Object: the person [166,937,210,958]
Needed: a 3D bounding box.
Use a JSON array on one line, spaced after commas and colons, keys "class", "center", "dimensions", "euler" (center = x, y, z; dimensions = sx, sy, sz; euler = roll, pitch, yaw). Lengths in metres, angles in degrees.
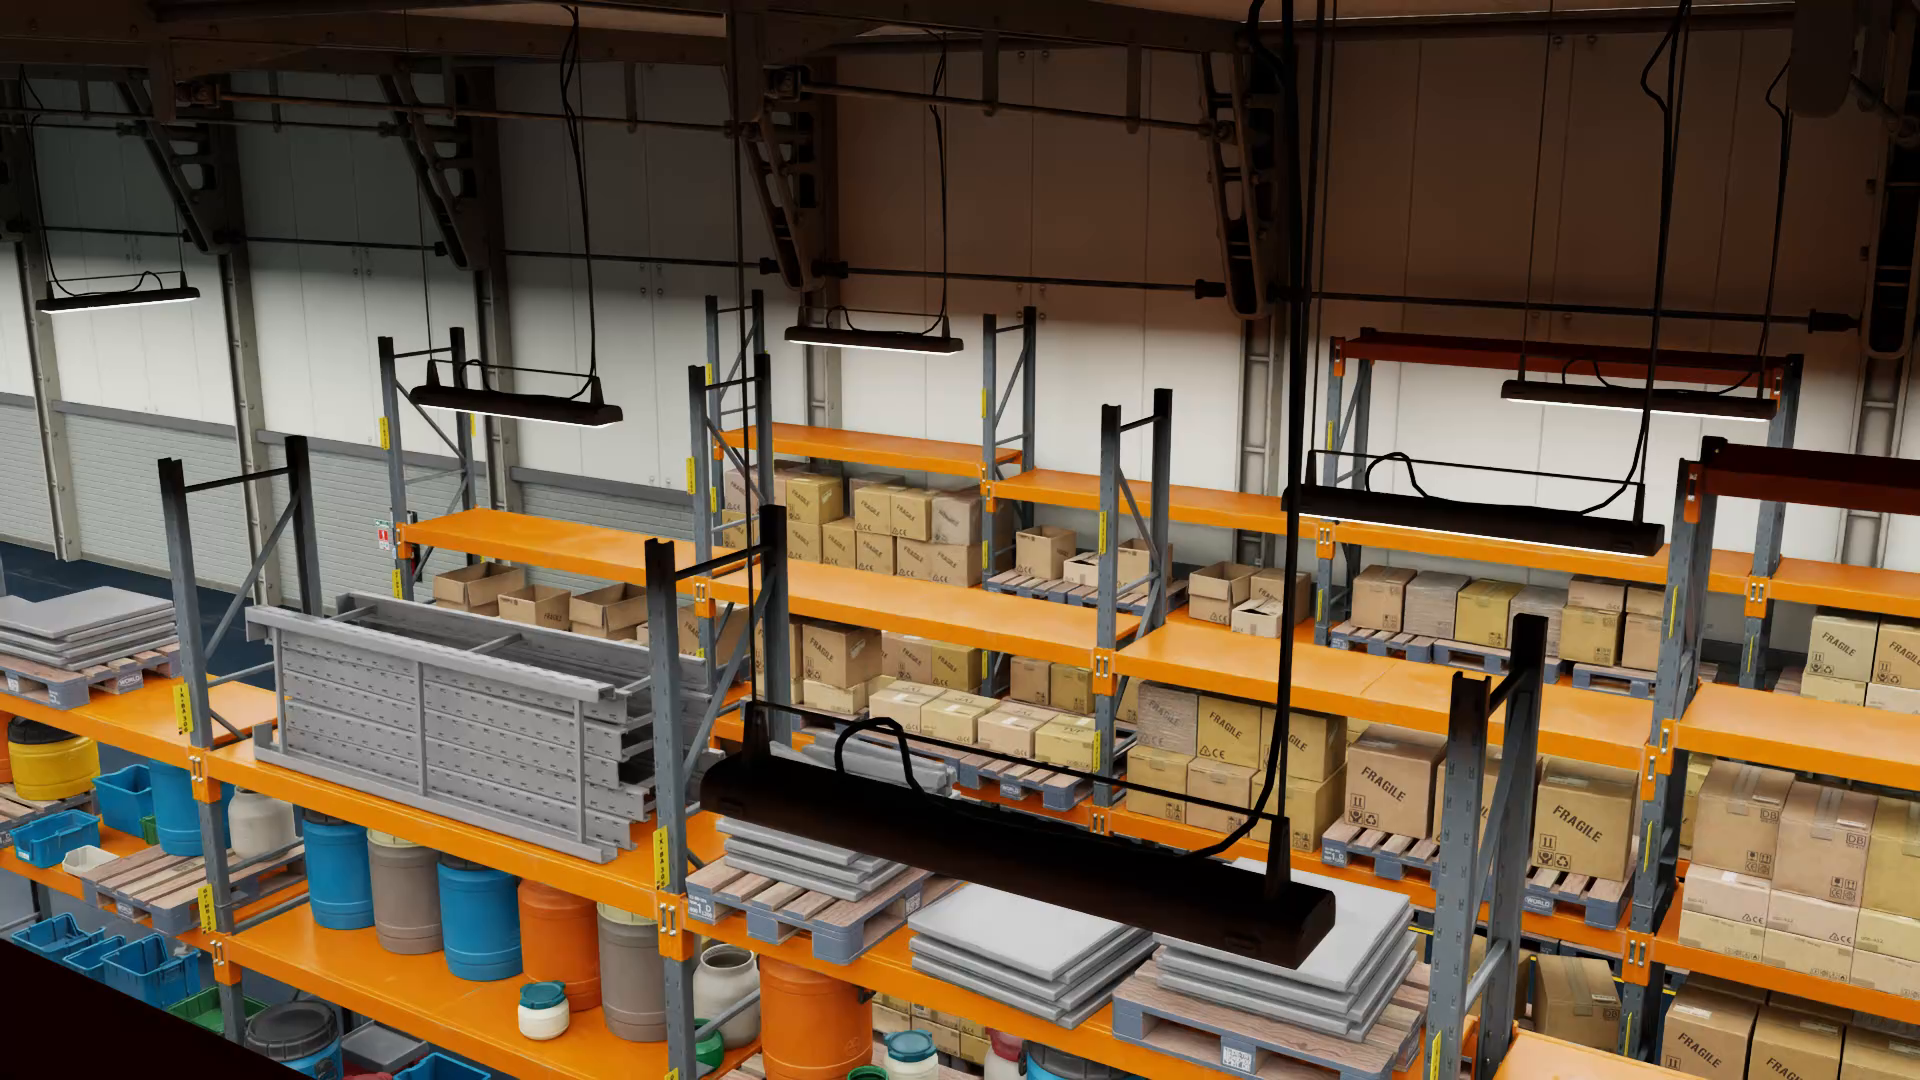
[{"class": "person", "center": [-7.659, 3.287, 16.412], "dimensions": [0.578, 1.761, 0.382], "euler": [-2, 14, -7]}]
